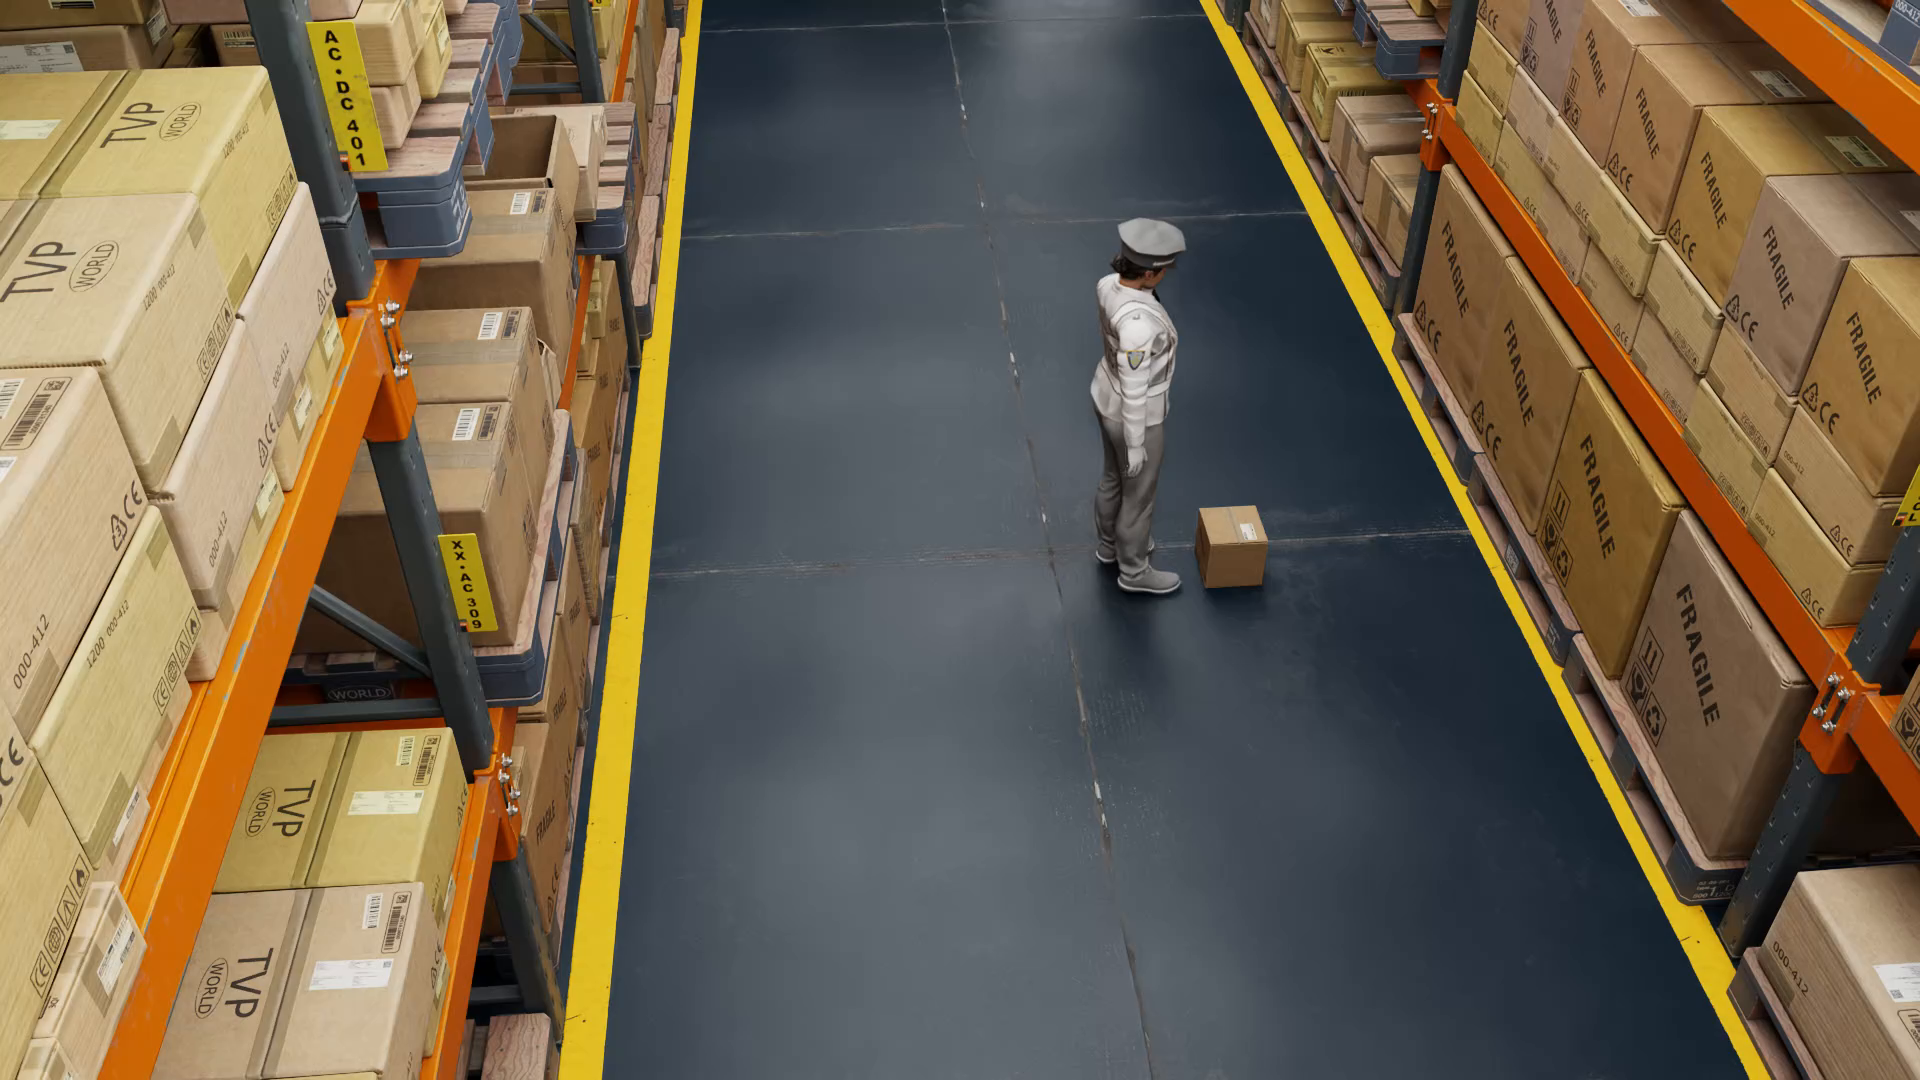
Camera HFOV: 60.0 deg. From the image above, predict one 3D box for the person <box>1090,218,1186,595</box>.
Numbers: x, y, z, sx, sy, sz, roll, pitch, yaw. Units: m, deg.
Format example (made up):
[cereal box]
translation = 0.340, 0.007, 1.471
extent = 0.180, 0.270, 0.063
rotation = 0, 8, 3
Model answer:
[person]
translation = 0.732, -0.521, 6.762
extent = 0.402, 1.687, 0.538
rotation = -8, 40, -9
